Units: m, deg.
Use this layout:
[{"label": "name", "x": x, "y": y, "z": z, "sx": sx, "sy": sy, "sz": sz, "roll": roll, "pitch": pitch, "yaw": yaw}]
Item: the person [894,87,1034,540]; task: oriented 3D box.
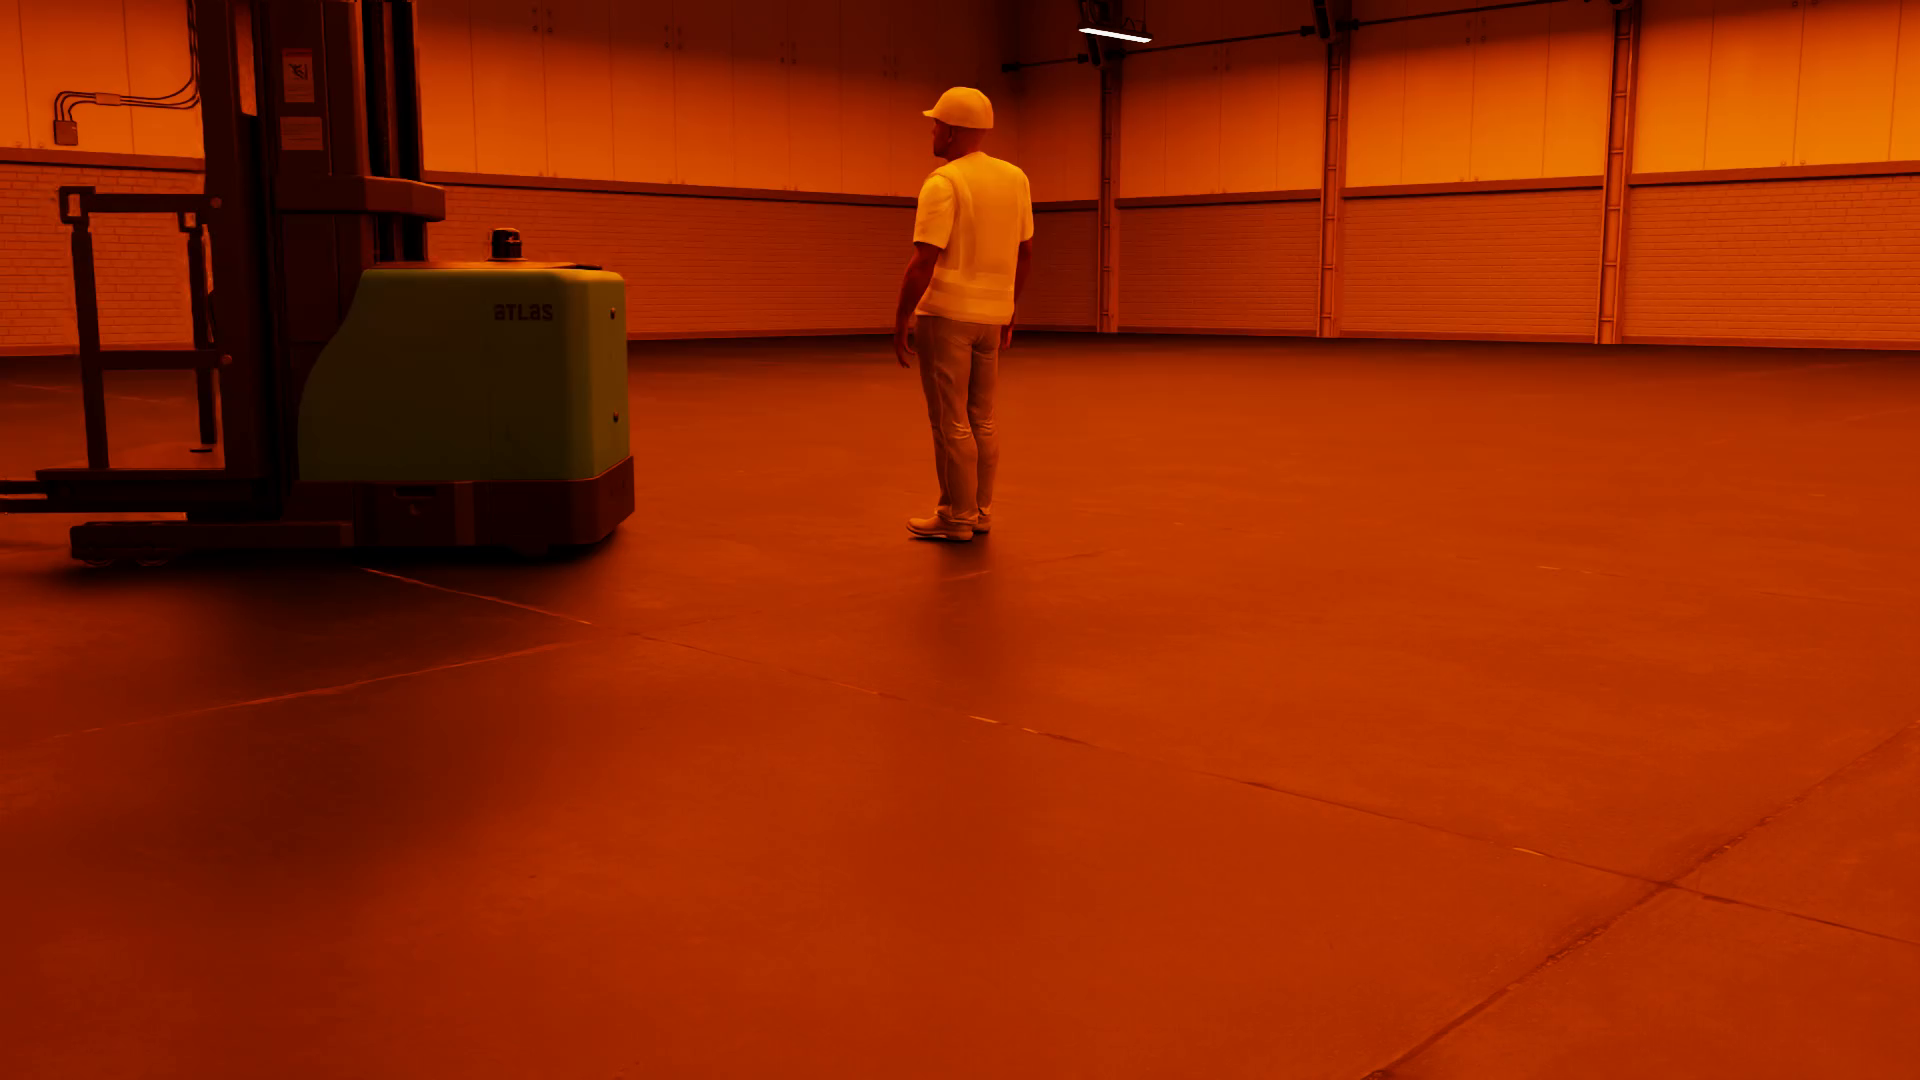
[{"label": "person", "x": -0.046, "y": -0.888, "z": 6.636, "sx": 0.577, "sy": 1.765, "sz": 0.666, "roll": 8, "pitch": 12, "yaw": 43}]

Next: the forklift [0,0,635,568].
[{"label": "forklift", "x": -2.874, "y": -1.428, "z": 6.359, "sx": 3.031, "sy": 2.935, "sz": 1.130, "roll": 0, "pitch": 9, "yaw": -2}]
